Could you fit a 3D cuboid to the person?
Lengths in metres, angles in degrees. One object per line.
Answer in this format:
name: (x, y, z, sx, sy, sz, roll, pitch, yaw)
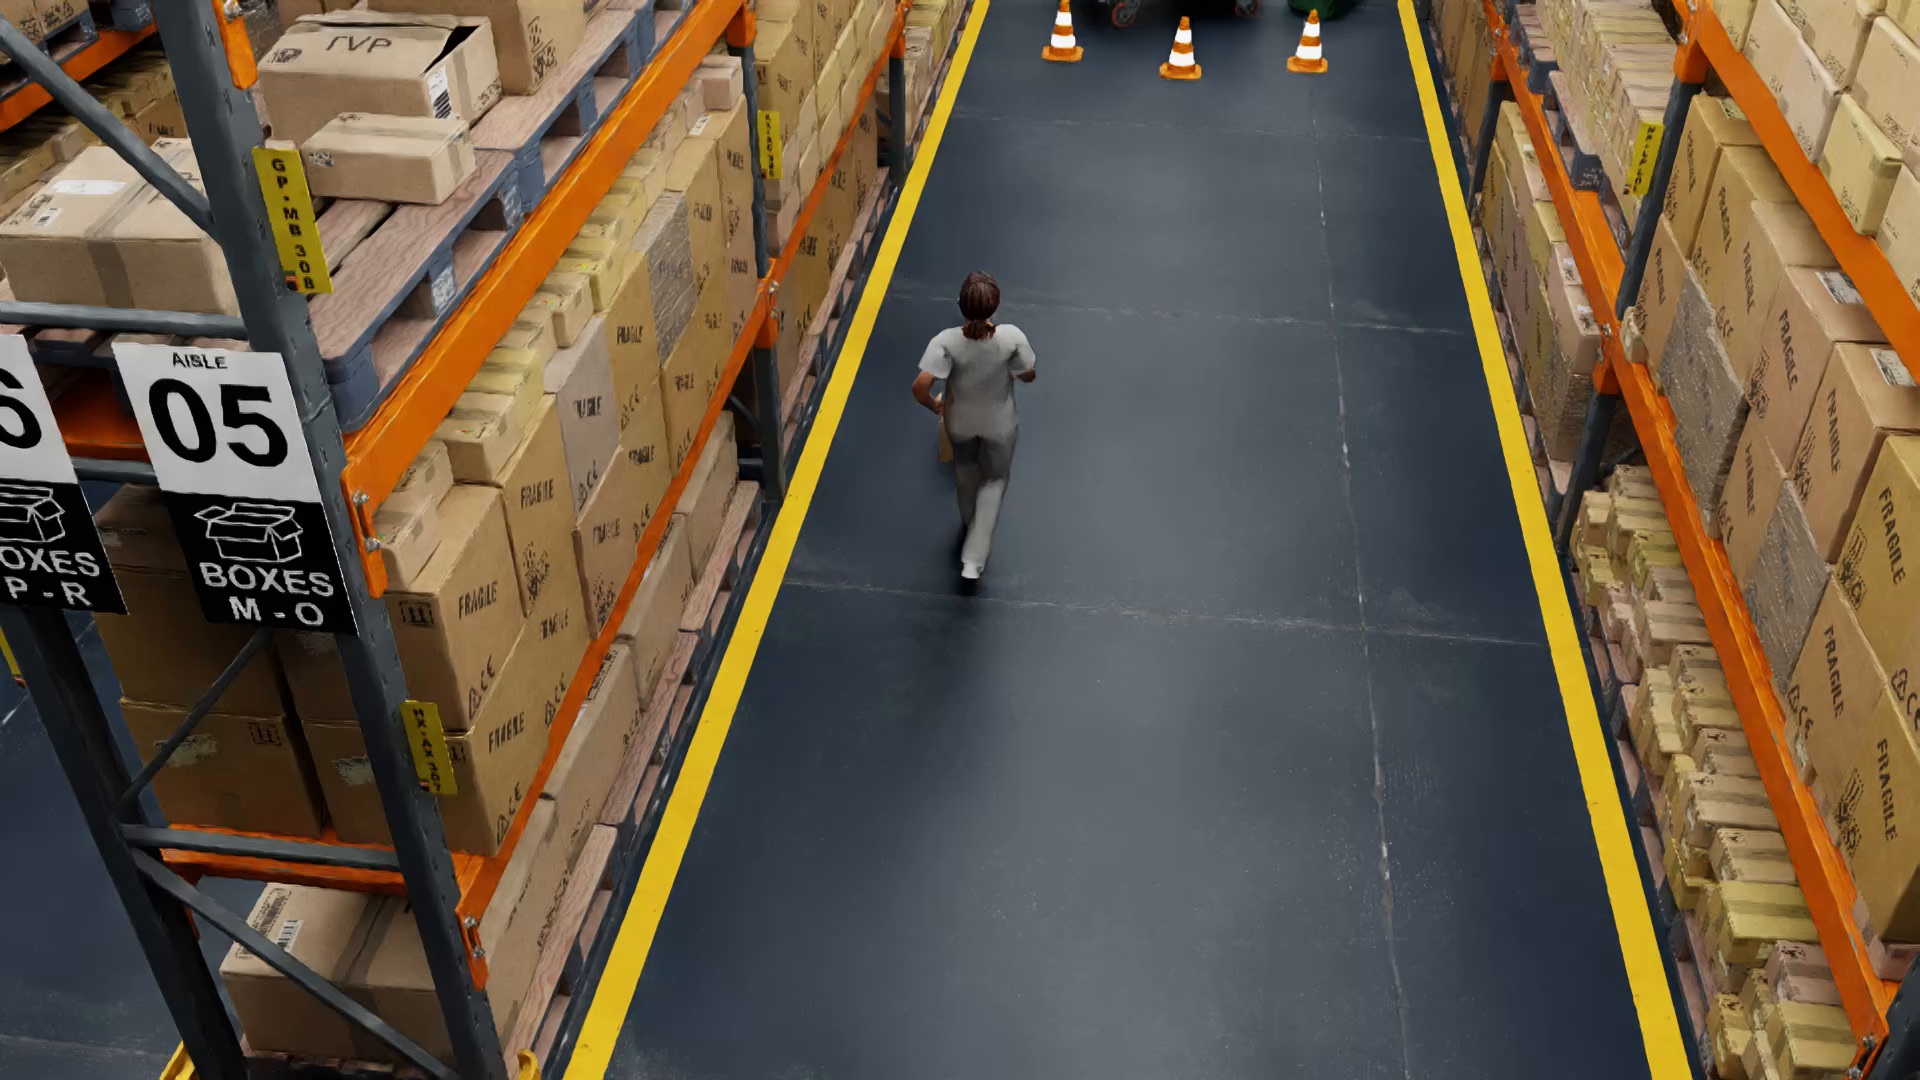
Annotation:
person: (0.098, -0.587, 7.872, 0.533, 1.644, 0.755, 5, 37, 7)
